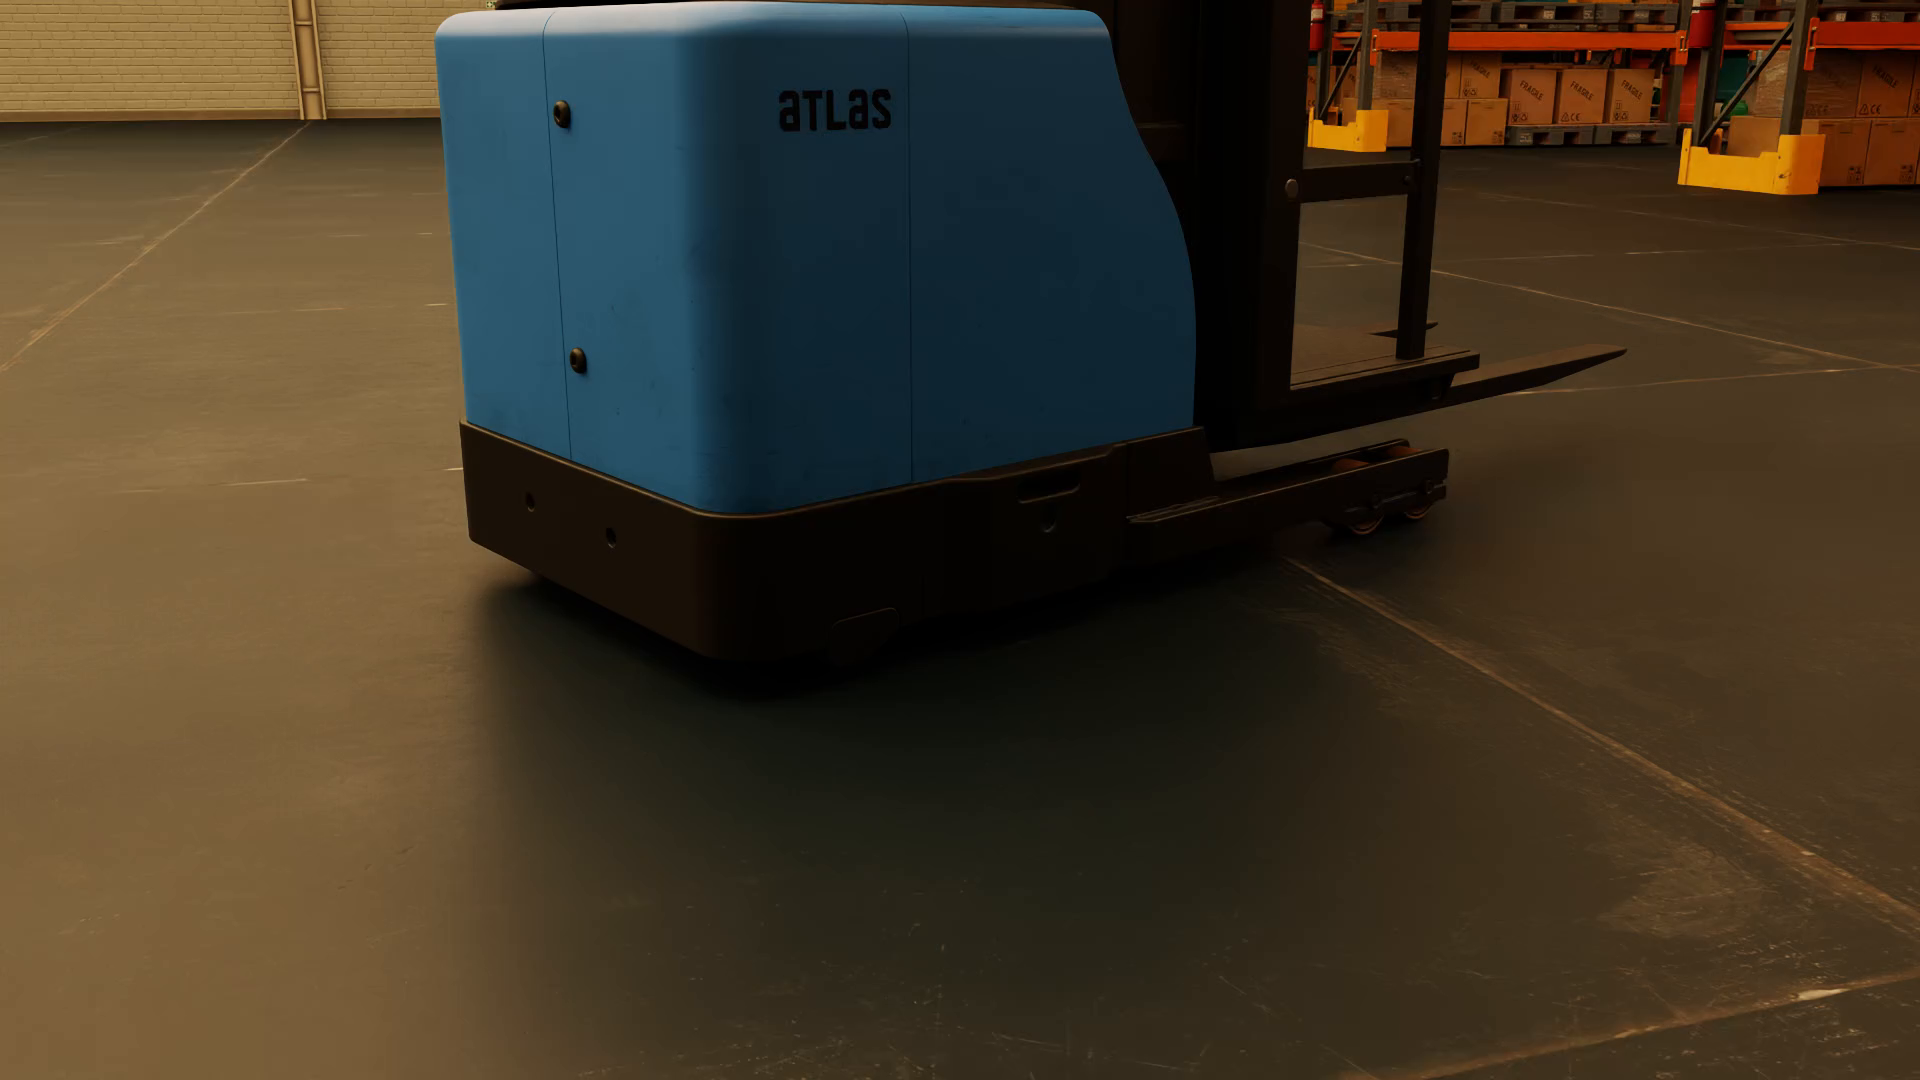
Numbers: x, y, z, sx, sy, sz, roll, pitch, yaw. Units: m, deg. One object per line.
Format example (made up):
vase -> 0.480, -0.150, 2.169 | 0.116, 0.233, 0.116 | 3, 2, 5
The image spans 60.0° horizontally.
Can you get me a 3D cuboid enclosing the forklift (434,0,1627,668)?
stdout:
forklift -> 0.465, -1.517, 3.532 | 3.031, 2.935, 1.130 | -13, 21, -38
